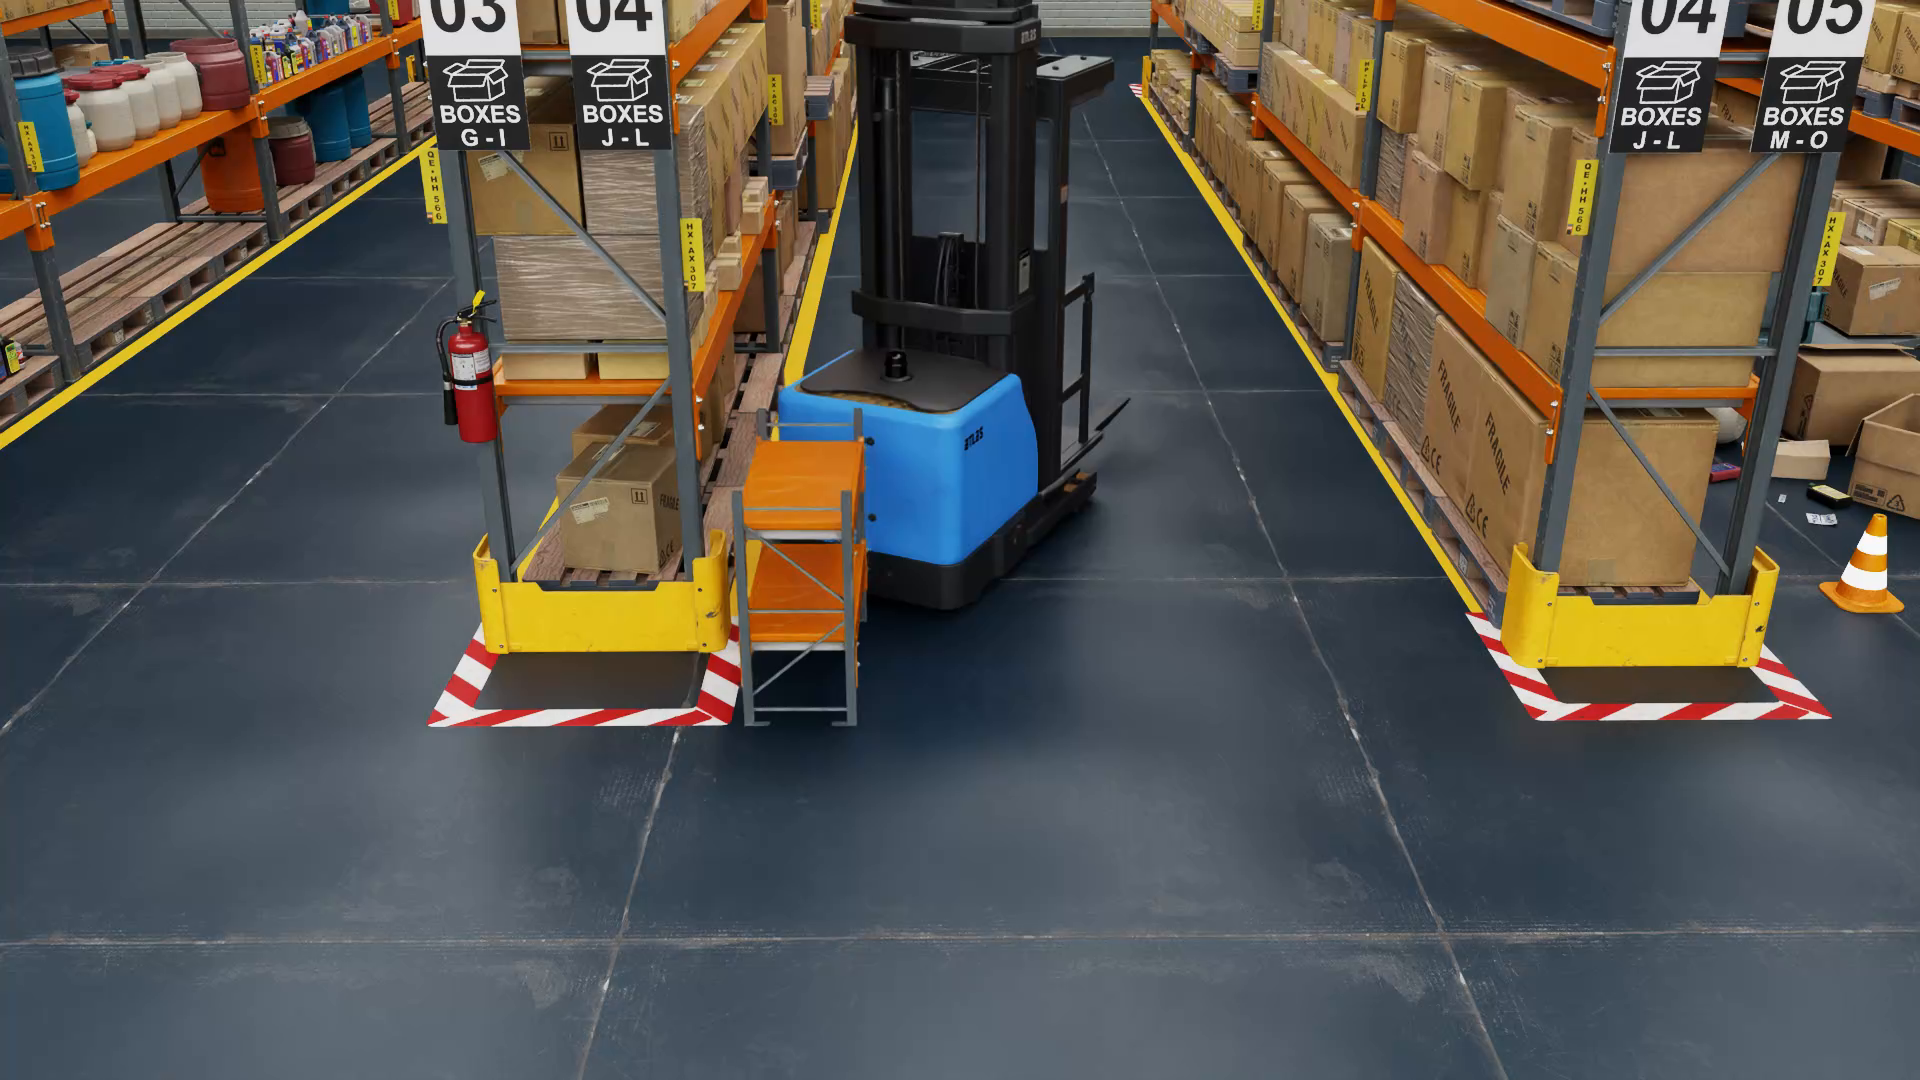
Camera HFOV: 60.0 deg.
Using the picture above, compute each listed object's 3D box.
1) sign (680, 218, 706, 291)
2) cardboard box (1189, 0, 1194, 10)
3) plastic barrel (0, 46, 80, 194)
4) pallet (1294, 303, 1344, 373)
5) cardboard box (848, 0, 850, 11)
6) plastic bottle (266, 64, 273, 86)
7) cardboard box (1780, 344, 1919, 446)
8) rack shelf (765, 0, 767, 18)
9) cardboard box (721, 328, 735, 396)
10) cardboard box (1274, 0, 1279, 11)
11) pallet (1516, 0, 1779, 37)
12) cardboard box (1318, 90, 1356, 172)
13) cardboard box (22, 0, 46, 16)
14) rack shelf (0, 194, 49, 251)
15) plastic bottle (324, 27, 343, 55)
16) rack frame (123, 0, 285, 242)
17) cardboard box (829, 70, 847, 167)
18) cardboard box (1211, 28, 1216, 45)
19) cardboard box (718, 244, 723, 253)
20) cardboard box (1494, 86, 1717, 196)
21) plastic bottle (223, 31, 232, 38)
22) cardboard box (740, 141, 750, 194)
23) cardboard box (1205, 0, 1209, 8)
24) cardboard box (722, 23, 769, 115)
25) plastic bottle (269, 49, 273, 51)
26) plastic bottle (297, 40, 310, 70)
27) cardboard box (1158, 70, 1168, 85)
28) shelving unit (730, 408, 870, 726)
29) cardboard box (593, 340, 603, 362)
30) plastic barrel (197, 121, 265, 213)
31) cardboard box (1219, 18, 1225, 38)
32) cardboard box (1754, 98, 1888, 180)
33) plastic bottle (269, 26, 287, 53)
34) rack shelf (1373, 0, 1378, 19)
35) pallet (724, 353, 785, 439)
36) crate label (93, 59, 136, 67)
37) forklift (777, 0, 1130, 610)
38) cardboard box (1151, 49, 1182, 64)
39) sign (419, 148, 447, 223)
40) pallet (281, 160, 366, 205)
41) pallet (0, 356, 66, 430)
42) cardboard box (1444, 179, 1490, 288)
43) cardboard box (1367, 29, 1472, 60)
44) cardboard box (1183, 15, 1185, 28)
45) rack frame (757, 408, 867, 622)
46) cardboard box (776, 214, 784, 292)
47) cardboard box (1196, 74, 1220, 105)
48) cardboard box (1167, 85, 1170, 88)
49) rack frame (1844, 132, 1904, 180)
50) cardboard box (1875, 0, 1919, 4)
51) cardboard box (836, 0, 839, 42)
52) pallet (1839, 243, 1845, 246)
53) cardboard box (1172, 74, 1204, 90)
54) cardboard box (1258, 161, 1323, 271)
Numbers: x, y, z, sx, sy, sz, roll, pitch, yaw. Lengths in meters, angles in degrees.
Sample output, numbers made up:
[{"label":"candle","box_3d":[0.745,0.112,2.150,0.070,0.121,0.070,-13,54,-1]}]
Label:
[{"label":"sign","box_3d":[-1.182,-1.257,7.339,0.100,0.325,0.005,0,24,-1]},{"label":"cardboard box","box_3d":[2.655,-5.727,17.707,0.380,0.149,0.250,-1,24,-2]},{"label":"plastic barrel","box_3d":[-6.422,-2.875,11.359,0.600,0.901,0.708,0,24,-1]},{"label":"pallet","box_3d":[3.109,-1.536,12.390,1.003,0.211,1.213,0,24,-1]},{"label":"cardboard box","box_3d":[-1.549,-6.564,20.427,0.380,0.149,0.250,0,24,0]},{"label":"plastic bottle","box_3d":[-6.421,-4.312,15.384,0.097,0.201,0.097,0,24,0]},{"label":"cardboard box","box_3d":[5.616,-0.927,10.524,0.797,0.637,0.503,0,24,-1]},{"label":"rack shelf","box_3d":[-1.790,-4.372,12.509,1.077,0.370,4.000,0,24,-1]},{"label":"cardboard box","box_3d":[-1.790,-1.160,10.698,0.500,0.500,0.500,8,25,16]},{"label":"cardboard box","box_3d":[3.323,-5.321,16.448,0.380,0.149,0.250,-1,24,-1]},{"label":"pallet","box_3d":[3.218,-2.473,7.545,1.003,0.211,1.213,0,24,-1]},{"label":"cardboard box","box_3d":[2.914,-2.957,12.026,0.500,0.500,0.500,-1,24,-1]},{"label":"cardboard box","box_3d":[-11.513,-6.645,20.182,0.500,0.500,0.500,-1,24,-1]},{"label":"rack shelf","box_3d":[-6.699,-1.334,9.433,1.077,0.370,4.000,0,24,-1]},{"label":"plastic bottle","box_3d":[-6.469,-5.151,17.151,0.152,0.276,0.135,0,24,-1]},{"label":"rack frame","box_3d":[-6.764,-4.134,14.751,1.000,3.000,0.127,0,24,-1]},{"label":"cardboard box","box_3d":[-1.818,-4.396,17.399,1.225,0.875,0.875,-1,24,-2]},{"label":"cardboard box","box_3d":[2.675,-4.944,16.337,0.380,0.149,0.250,0,24,1]},{"label":"cardboard box","box_3d":[-1.544,-1.585,9.420,0.380,0.149,0.250,0,24,-1]},{"label":"cardboard box","box_3d":[3.303,-2.012,8.566,0.875,0.550,0.550,0,24,-1]},{"label":"plastic bottle","box_3d":[-7.168,-4.813,16.313,0.144,0.351,0.185,0,24,-1]},{"label":"cardboard box","box_3d":[-1.825,-2.504,10.664,0.875,0.500,0.500,0,24,-1]},{"label":"cardboard box","box_3d":[2.665,-5.436,16.703,0.380,0.149,0.250,1,24,1]},{"label":"cardboard box","box_3d":[-1.488,-2.961,10.461,0.500,0.500,0.500,0,24,-1]},{"label":"plastic bottle","box_3d":[-6.486,-4.494,15.702,0.097,0.271,0.097,0,24,0]},{"label":"plastic bottle","box_3d":[-6.413,-4.737,16.226,0.061,0.283,0.133,0,24,-1]},{"label":"cardboard box","box_3d":[2.743,-5.925,21.299,0.380,0.149,0.250,0,24,1]},{"label":"shelving unit","box_3d":[-0.712,0.101,7.660,0.538,1.125,1.048,0,24,0]},{"label":"cardboard box","box_3d":[-1.936,-0.965,8.049,0.380,0.149,0.250,0,24,-1]},{"label":"plastic barrel","box_3d":[-6.787,-3.539,15.558,0.600,0.830,0.708,0,24,-1]},{"label":"cardboard box","box_3d":[2.676,-4.873,15.818,0.380,0.149,0.250,0,24,0]},{"label":"cardboard box","box_3d":[8.173,-3.710,15.881,0.875,0.875,0.875,0,24,-1]},{"label":"plastic bottle","box_3d":[-7.022,-5.153,17.154,0.152,0.276,0.135,0,24,-1]},{"label":"rack shelf","box_3d":[3.171,-4.352,12.466,1.077,0.370,4.000,0,24,-1]},{"label":"pallet","box_3d":[-1.725,-0.961,11.119,1.003,0.211,1.213,0,24,-1]},{"label":"crate label","box_3d":[-7.024,-3.740,13.836,0.502,0.435,0.616,0,24,-1]},{"label":"forklift","box_3d":[0.155,-1.563,9.149,1.130,2.935,3.031,11,27,23]},{"label":"cardboard box","box_3d":[2.728,-6.380,21.944,0.380,0.149,0.250,-1,24,-3]},{"label":"sign","box_3d":[-2.280,-1.538,7.221,0.100,0.325,0.005,0,24,-1]},{"label":"pallet","box_3d":[-6.825,-3.690,17.153,1.003,0.211,1.213,0,24,-1]},{"label":"pallet","box_3d":[-6.755,-0.939,11.069,1.003,0.211,1.213,0,24,-1]},{"label":"cardboard box","box_3d":[3.232,-1.738,9.271,0.875,0.550,0.500,0,24,-1]},{"label":"cardboard box","box_3d":[3.182,-3.195,11.339,0.700,0.500,0.500,-1,24,-1]},{"label":"cardboard box","box_3d":[2.757,-5.893,18.946,0.380,0.149,0.250,-1,24,-2]},{"label":"rack frame","box_3d":[-0.715,-0.109,8.123,0.500,1.125,0.032,0,24,0]},{"label":"cardboard box","box_3d":[-1.746,-2.250,13.085,0.700,0.500,0.500,-2,24,-5]},{"label":"cardboard box","box_3d":[2.849,-4.874,18.000,0.500,0.250,0.500,-1,24,-3]},{"label":"cardboard box","box_3d":[2.833,-5.689,21.138,0.380,0.149,0.250,0,24,0]},{"label":"rack frame","box_3d":[8.098,-4.201,14.899,1.000,3.000,0.127,0,24,-1]},{"label":"cardboard box","box_3d":[7.871,-4.387,14.318,0.500,0.500,0.500,-1,24,-2]},{"label":"cardboard box","box_3d":[-1.577,-5.659,18.001,0.500,0.500,0.500,0,24,0]},{"label":"pallet","box_3d":[8.105,-2.609,14.762,1.003,0.211,1.213,0,24,-1]},{"label":"cardboard box","box_3d":[2.769,-5.521,20.044,0.380,0.149,0.250,-1,24,-3]},{"label":"cardboard box","box_3d":[3.079,-2.692,13.783,1.050,0.750,0.750,0,24,0]}]
